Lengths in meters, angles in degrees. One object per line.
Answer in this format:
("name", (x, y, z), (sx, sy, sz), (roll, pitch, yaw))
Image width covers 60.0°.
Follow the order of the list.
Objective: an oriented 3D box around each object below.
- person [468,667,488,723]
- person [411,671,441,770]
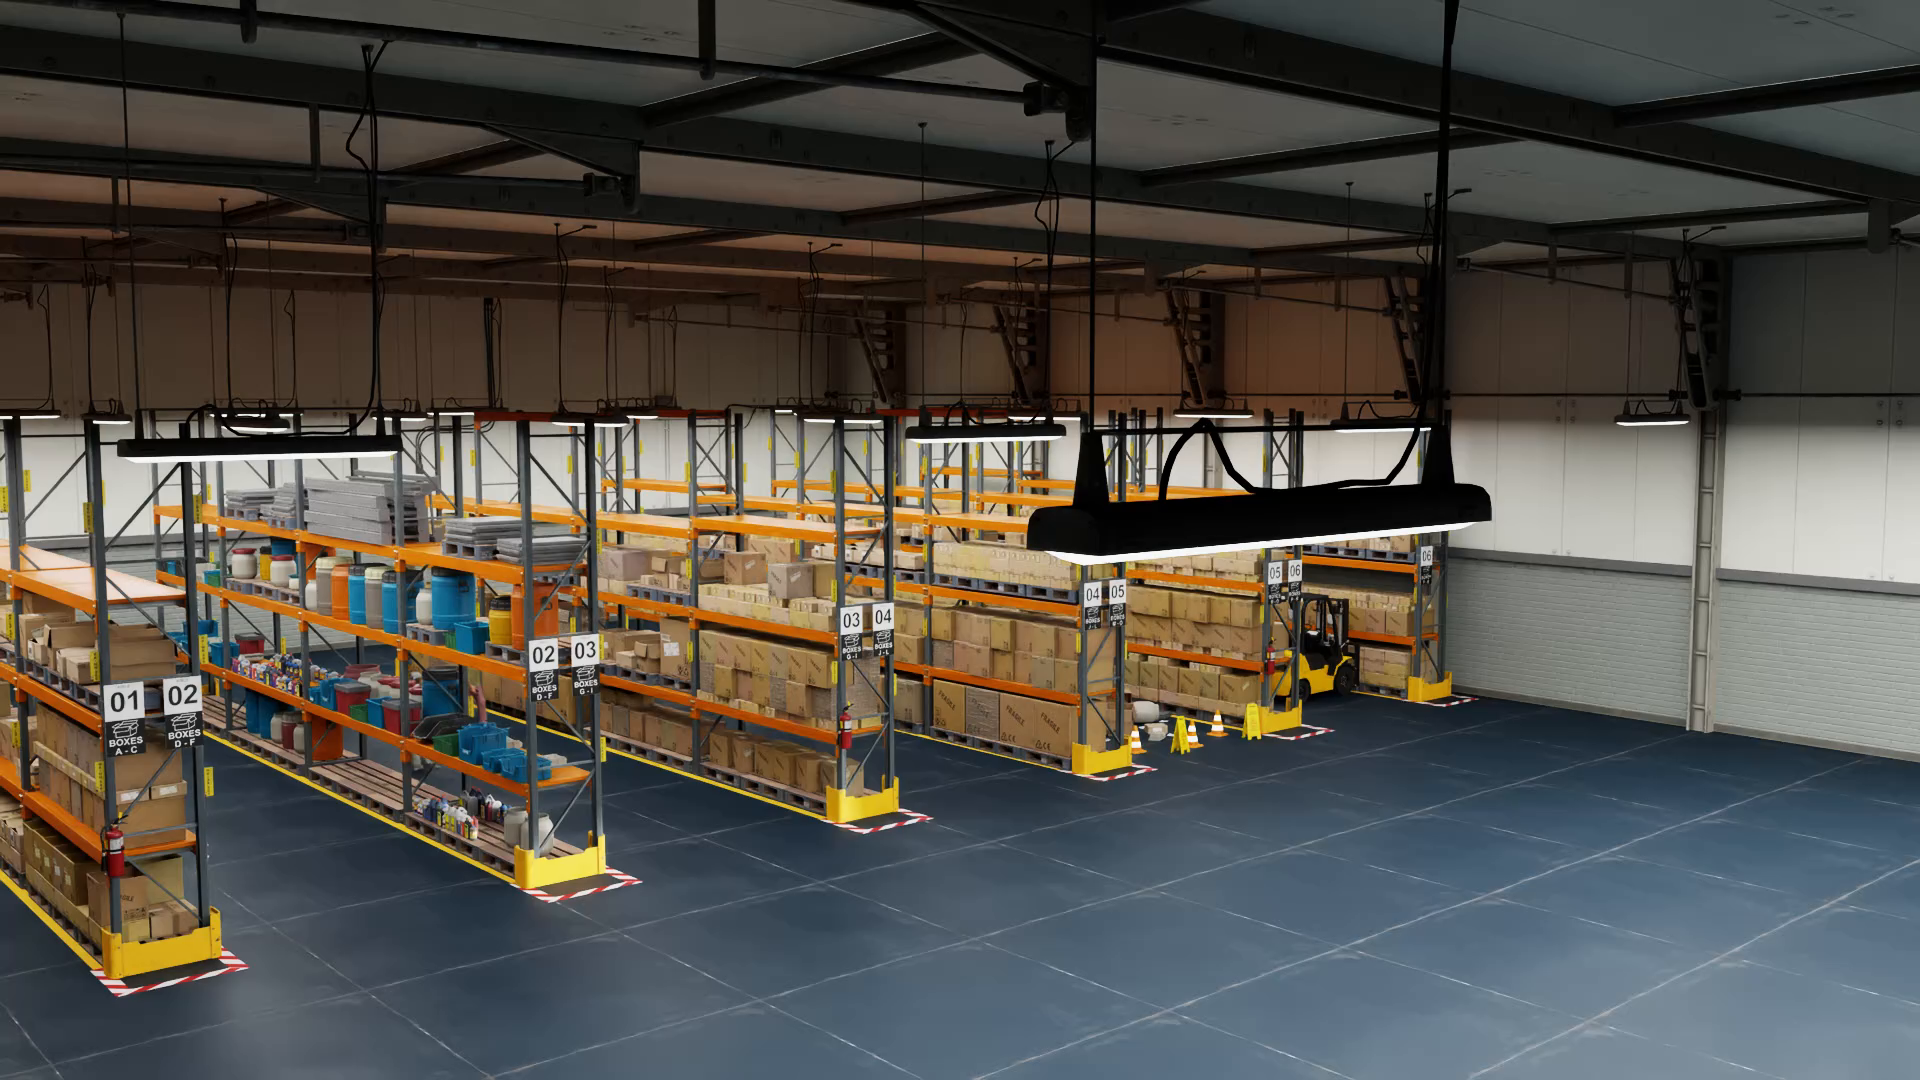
("person", (-9.158, 2.755, 31.348), (0.957, 1.615, 0.439), (4, 7, 40))
("person", (-9.086, 3.050, 28.050), (0.589, 1.665, 0.529), (1, 5, 6))
